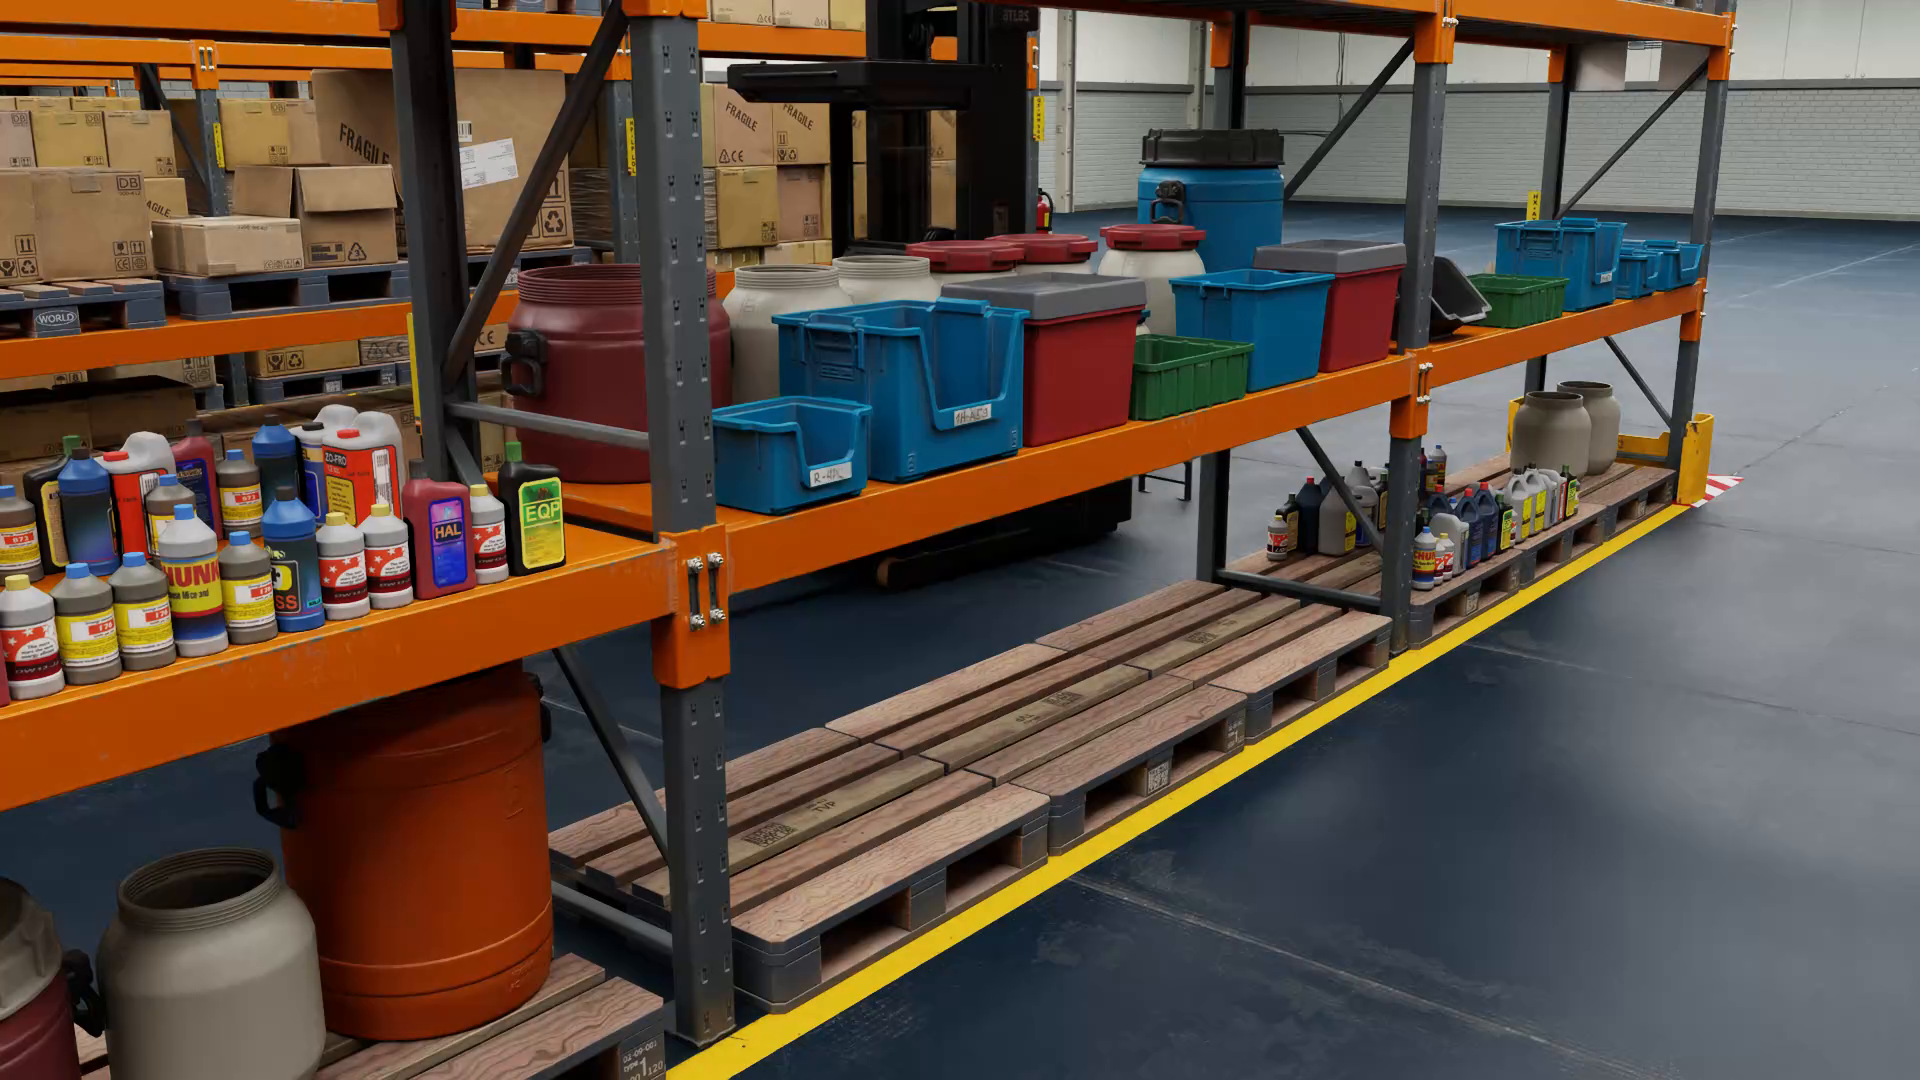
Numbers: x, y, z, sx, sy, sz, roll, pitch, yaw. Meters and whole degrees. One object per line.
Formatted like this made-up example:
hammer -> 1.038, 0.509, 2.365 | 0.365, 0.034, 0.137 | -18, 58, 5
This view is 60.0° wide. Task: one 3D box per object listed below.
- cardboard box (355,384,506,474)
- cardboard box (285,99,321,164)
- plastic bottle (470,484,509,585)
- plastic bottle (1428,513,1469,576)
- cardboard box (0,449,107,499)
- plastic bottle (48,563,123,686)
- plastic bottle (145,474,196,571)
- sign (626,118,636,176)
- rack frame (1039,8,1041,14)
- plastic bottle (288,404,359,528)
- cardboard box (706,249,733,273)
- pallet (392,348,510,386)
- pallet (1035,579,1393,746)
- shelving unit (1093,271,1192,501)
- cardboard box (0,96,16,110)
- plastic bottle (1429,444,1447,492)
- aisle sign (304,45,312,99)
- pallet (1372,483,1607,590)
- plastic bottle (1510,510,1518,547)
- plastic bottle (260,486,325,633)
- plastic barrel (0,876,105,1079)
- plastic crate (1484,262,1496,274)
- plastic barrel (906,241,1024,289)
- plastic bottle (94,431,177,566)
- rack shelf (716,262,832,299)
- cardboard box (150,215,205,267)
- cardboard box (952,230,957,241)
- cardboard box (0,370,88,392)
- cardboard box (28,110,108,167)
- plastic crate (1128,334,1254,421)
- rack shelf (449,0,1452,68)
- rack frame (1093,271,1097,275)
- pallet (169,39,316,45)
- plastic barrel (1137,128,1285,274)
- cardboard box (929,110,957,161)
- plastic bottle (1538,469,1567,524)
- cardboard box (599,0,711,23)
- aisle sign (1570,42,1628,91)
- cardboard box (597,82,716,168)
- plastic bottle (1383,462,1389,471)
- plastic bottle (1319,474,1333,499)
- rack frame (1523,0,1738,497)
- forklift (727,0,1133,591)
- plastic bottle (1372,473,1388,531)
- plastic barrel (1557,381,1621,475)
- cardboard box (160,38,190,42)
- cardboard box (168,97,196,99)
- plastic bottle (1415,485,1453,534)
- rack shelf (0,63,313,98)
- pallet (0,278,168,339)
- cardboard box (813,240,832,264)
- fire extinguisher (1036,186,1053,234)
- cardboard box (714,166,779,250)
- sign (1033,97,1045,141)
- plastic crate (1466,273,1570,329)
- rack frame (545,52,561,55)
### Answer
cardboard box -> -3.050, -0.605, 9.597 | 0.700, 0.500, 0.500 | 11, 18, 37
cardboard box -> -5.614, -3.378, 13.830 | 0.875, 0.550, 0.550 | 11, 18, 38
plastic bottle -> -1.004, -0.015, 3.493 | 0.097, 0.201, 0.097 | 0, 14, 0
plastic bottle -> 2.243, 0.008, 7.639 | 0.152, 0.276, 0.135 | 12, 19, 40
cardboard box -> -4.442, -0.173, 7.897 | 0.700, 0.500, 0.500 | 10, 17, 35
plastic bottle -> -1.516, 0.141, 2.878 | 0.097, 0.201, 0.097 | 0, 14, 0
plastic bottle -> -1.700, -0.040, 3.593 | 0.097, 0.201, 0.097 | 0, 14, 0
sign -> -1.899, -2.282, 9.663 | 0.100, 0.325, 0.005 | 11, 18, 38
rack frame -> 0.181, -5.480, 12.418 | 1.000, 3.000, 0.127 | 11, 18, 38
plastic bottle -> -1.518, -0.181, 3.995 | 0.152, 0.276, 0.135 | 11, 18, 38
cardboard box -> -1.661, -1.777, 10.537 | 0.380, 0.149, 0.250 | 11, 18, 38
pallet -> -4.822, -1.610, 15.032 | 1.003, 0.211, 1.213 | 11, 18, 38
pallet -> 1.056, 0.468, 6.852 | 1.003, 0.211, 1.213 | 11, 18, 38
shelving unit -> 0.988, -0.939, 9.762 | 0.755, 1.500, 0.431 | -13, 19, -42
cardboard box -> -9.596, -4.068, 16.206 | 0.700, 0.500, 0.500 | 11, 18, 37
plastic bottle -> 2.651, -0.398, 9.244 | 0.097, 0.271, 0.097 | 0, 14, 0
aisle sign -> -7.263, -5.333, 18.743 | 0.394, 0.787, 0.004 | 11, 18, 38
pallet -> 2.740, -0.045, 8.872 | 1.003, 0.211, 1.213 | 11, 18, 38
plastic bottle -> 2.664, -0.074, 8.112 | 0.097, 0.201, 0.097 | 0, 14, 0
plastic bottle -> -1.271, 0.033, 3.163 | 0.097, 0.271, 0.097 | 0, 14, 0
plastic barrel -> -1.999, 1.004, 3.123 | 0.600, 0.588, 0.708 | 11, 18, 38
plastic crate -> 3.221, -1.557, 9.693 | 0.298, 0.136, 0.250 | 11, 18, 38
plastic barrel -> 0.014, -0.733, 5.641 | 0.433, 0.535, 0.433 | 0, 14, 0
plastic bottle -> -1.809, -0.092, 3.646 | 0.152, 0.276, 0.135 | 11, 18, 38
rack shelf -> -1.076, -1.841, 11.738 | 1.077, 0.370, 4.000 | 11, 18, 38
cardboard box -> -4.009, -1.540, 8.512 | 0.396, 0.266, 0.258 | 11, 18, 36
cardboard box -> -0.112, -2.260, 12.439 | 0.380, 0.149, 0.250 | 11, 18, 38
cardboard box -> -7.057, -1.389, 12.217 | 1.050, 0.750, 0.750 | 11, 18, 38
cardboard box -> -6.757, -2.932, 12.337 | 0.700, 0.500, 0.500 | 11, 18, 37
plastic crate -> 0.644, -0.560, 5.665 | 0.450, 0.188, 0.662 | 11, 18, 38
rack shelf -> 0.262, -1.762, 5.336 | 1.077, 0.370, 4.000 | 11, 18, 38
rack frame -> 0.720, -0.879, 9.519 | 0.023, 1.500, 0.400 | -13, 19, -42
pallet -> -5.605, -4.159, 13.491 | 1.003, 0.211, 1.213 | 11, 18, 38
plastic barrel -> 1.041, -1.256, 6.956 | 0.600, 0.901, 0.708 | 11, 18, 38
cardboard box -> -0.282, -3.009, 12.039 | 0.500, 0.500, 0.500 | 11, 18, 38
plastic bottle -> 3.040, -0.235, 8.596 | 0.152, 0.276, 0.135 | 11, 18, 38
cardboard box -> -1.851, -3.234, 9.974 | 0.500, 0.250, 0.500 | 10, 18, 35
aisle sign -> 3.851, -3.125, 10.052 | 0.394, 0.787, 0.004 | 11, 18, 38
cardboard box -> -1.853, -2.530, 10.154 | 0.500, 0.500, 0.500 | 11, 18, 38
plastic bottle -> 2.246, -0.274, 8.758 | 0.097, 0.271, 0.097 | 0, 14, 0
plastic bottle -> 1.821, -0.174, 8.202 | 0.144, 0.351, 0.185 | 10, 17, 35
rack frame -> 4.033, -1.806, 10.140 | 1.000, 3.000, 0.127 | 11, 18, 38
forklift -> -0.460, -1.315, 8.346 | 3.031, 2.935, 1.130 | -13, 19, -41
plastic bottle -> 2.119, -0.192, 8.411 | 0.061, 0.283, 0.133 | 11, 18, 38
plastic barrel -> 3.679, -0.666, 9.852 | 0.421, 0.512, 0.421 | 0, 14, 0
cardboard box -> -8.279, -5.295, 17.484 | 0.500, 0.250, 0.500 | 12, 18, 39
cardboard box -> -8.243, -4.442, 17.679 | 0.700, 0.500, 0.500 | 11, 18, 37
plastic bottle -> 2.237, -0.082, 7.840 | 0.144, 0.351, 0.185 | 11, 18, 38
rack shelf -> -8.784, -4.828, 17.405 | 1.077, 0.370, 4.000 | 11, 18, 38
pallet -> -4.482, -1.100, 7.752 | 1.213, 0.211, 1.003 | 11, 18, 38
cardboard box -> -1.032, -1.969, 11.290 | 0.380, 0.149, 0.250 | 11, 18, 38
fire extinguisher -> 0.611, -2.486, 12.972 | 0.296, 0.674, 0.183 | 11, 18, 38
cardboard box -> -1.660, -2.166, 10.749 | 0.875, 0.500, 0.500 | 11, 18, 38
sign -> 0.600, -3.197, 12.622 | 0.100, 0.325, 0.005 | 11, 18, 38
plastic crate -> 2.592, -1.153, 8.002 | 0.450, 0.188, 0.662 | 11, 18, 38
rack frame -> -3.613, -3.359, 16.254 | 1.000, 3.000, 0.127 | 11, 18, 38
